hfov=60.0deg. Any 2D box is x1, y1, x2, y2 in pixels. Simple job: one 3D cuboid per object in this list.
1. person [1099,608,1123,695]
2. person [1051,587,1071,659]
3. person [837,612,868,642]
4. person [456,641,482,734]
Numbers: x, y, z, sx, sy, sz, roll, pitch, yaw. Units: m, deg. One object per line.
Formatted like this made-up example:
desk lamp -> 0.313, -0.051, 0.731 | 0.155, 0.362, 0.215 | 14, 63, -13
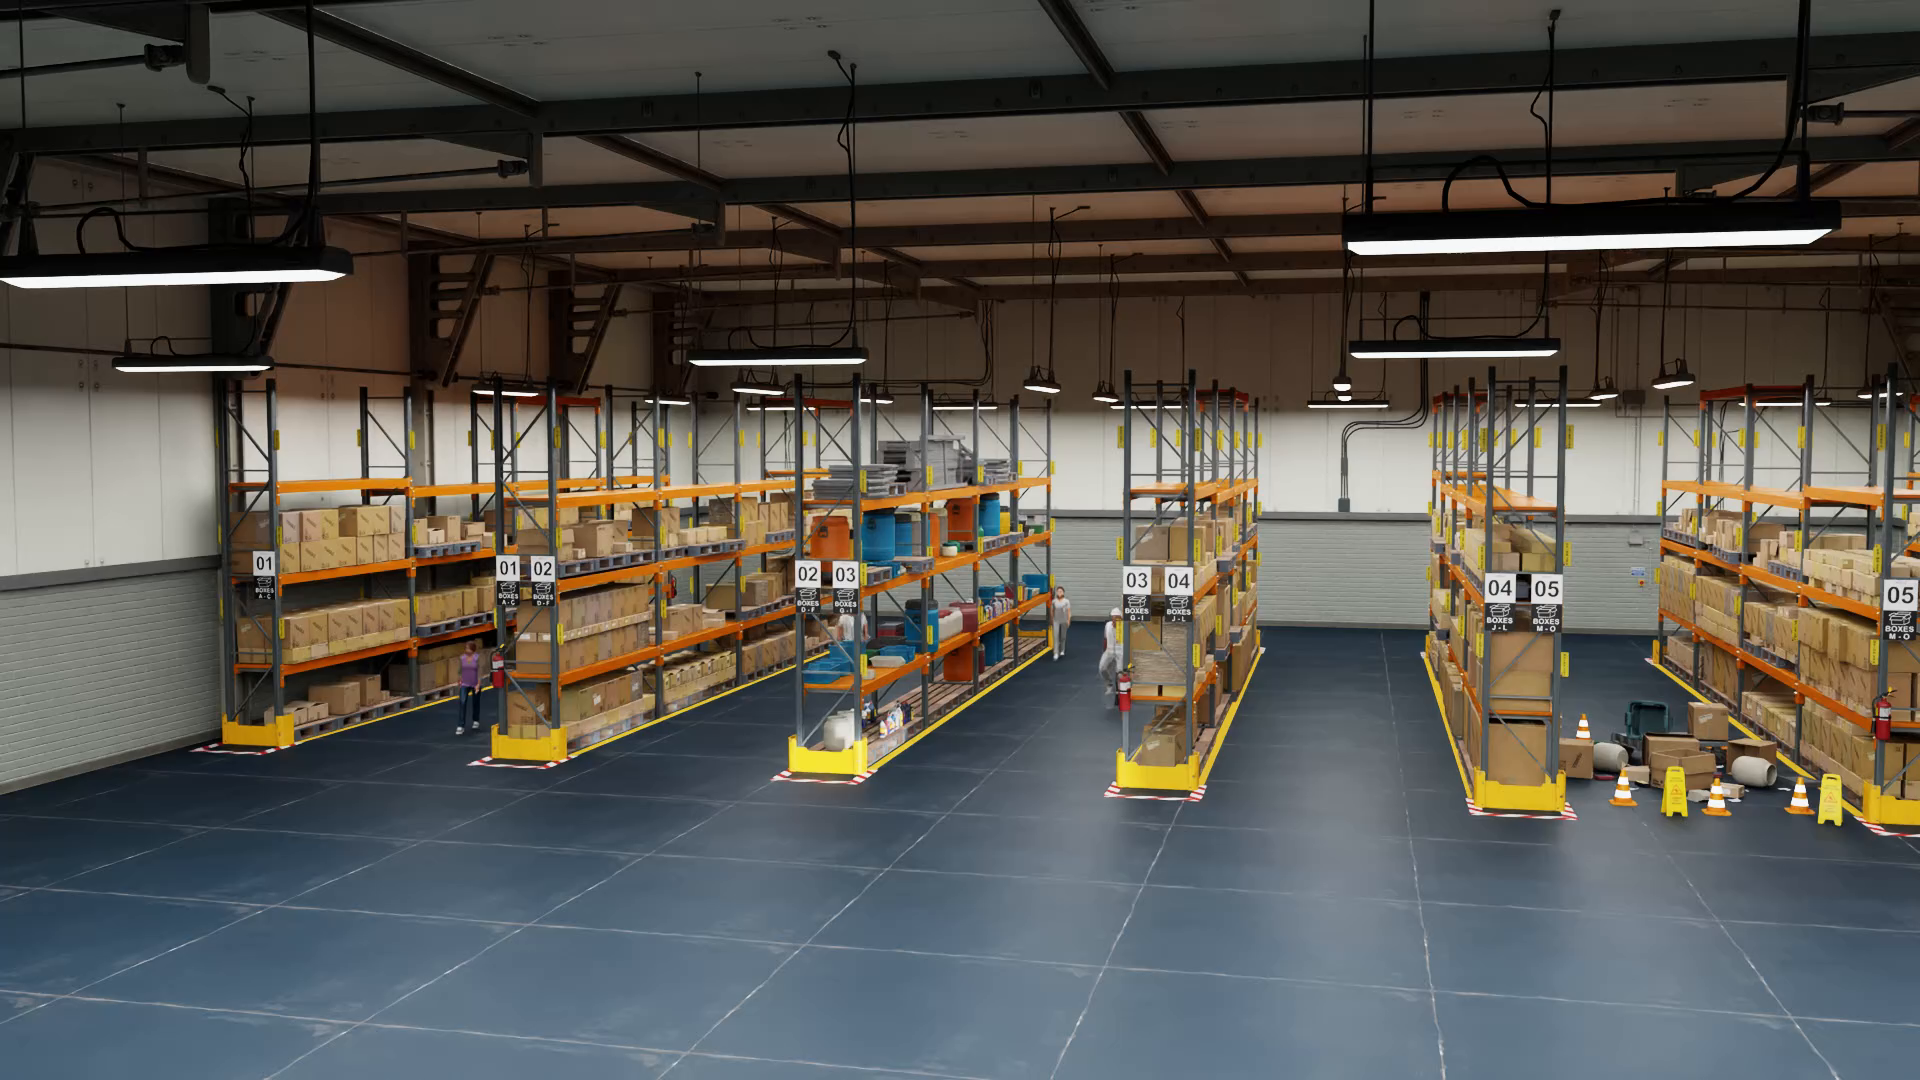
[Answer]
person -> 2.925, 2.078, 31.176 | 0.631, 1.618, 0.635 | 2, 4, 26
person -> 2.309, 1.880, 38.055 | 0.451, 1.605, 1.030 | 0, 3, 0
person -> -2.174, 2.026, 33.624 | 0.626, 1.684, 0.755 | 0, 3, -1
person -> -8.395, 2.496, 28.463 | 0.437, 1.545, 0.920 | -1, 4, -13
